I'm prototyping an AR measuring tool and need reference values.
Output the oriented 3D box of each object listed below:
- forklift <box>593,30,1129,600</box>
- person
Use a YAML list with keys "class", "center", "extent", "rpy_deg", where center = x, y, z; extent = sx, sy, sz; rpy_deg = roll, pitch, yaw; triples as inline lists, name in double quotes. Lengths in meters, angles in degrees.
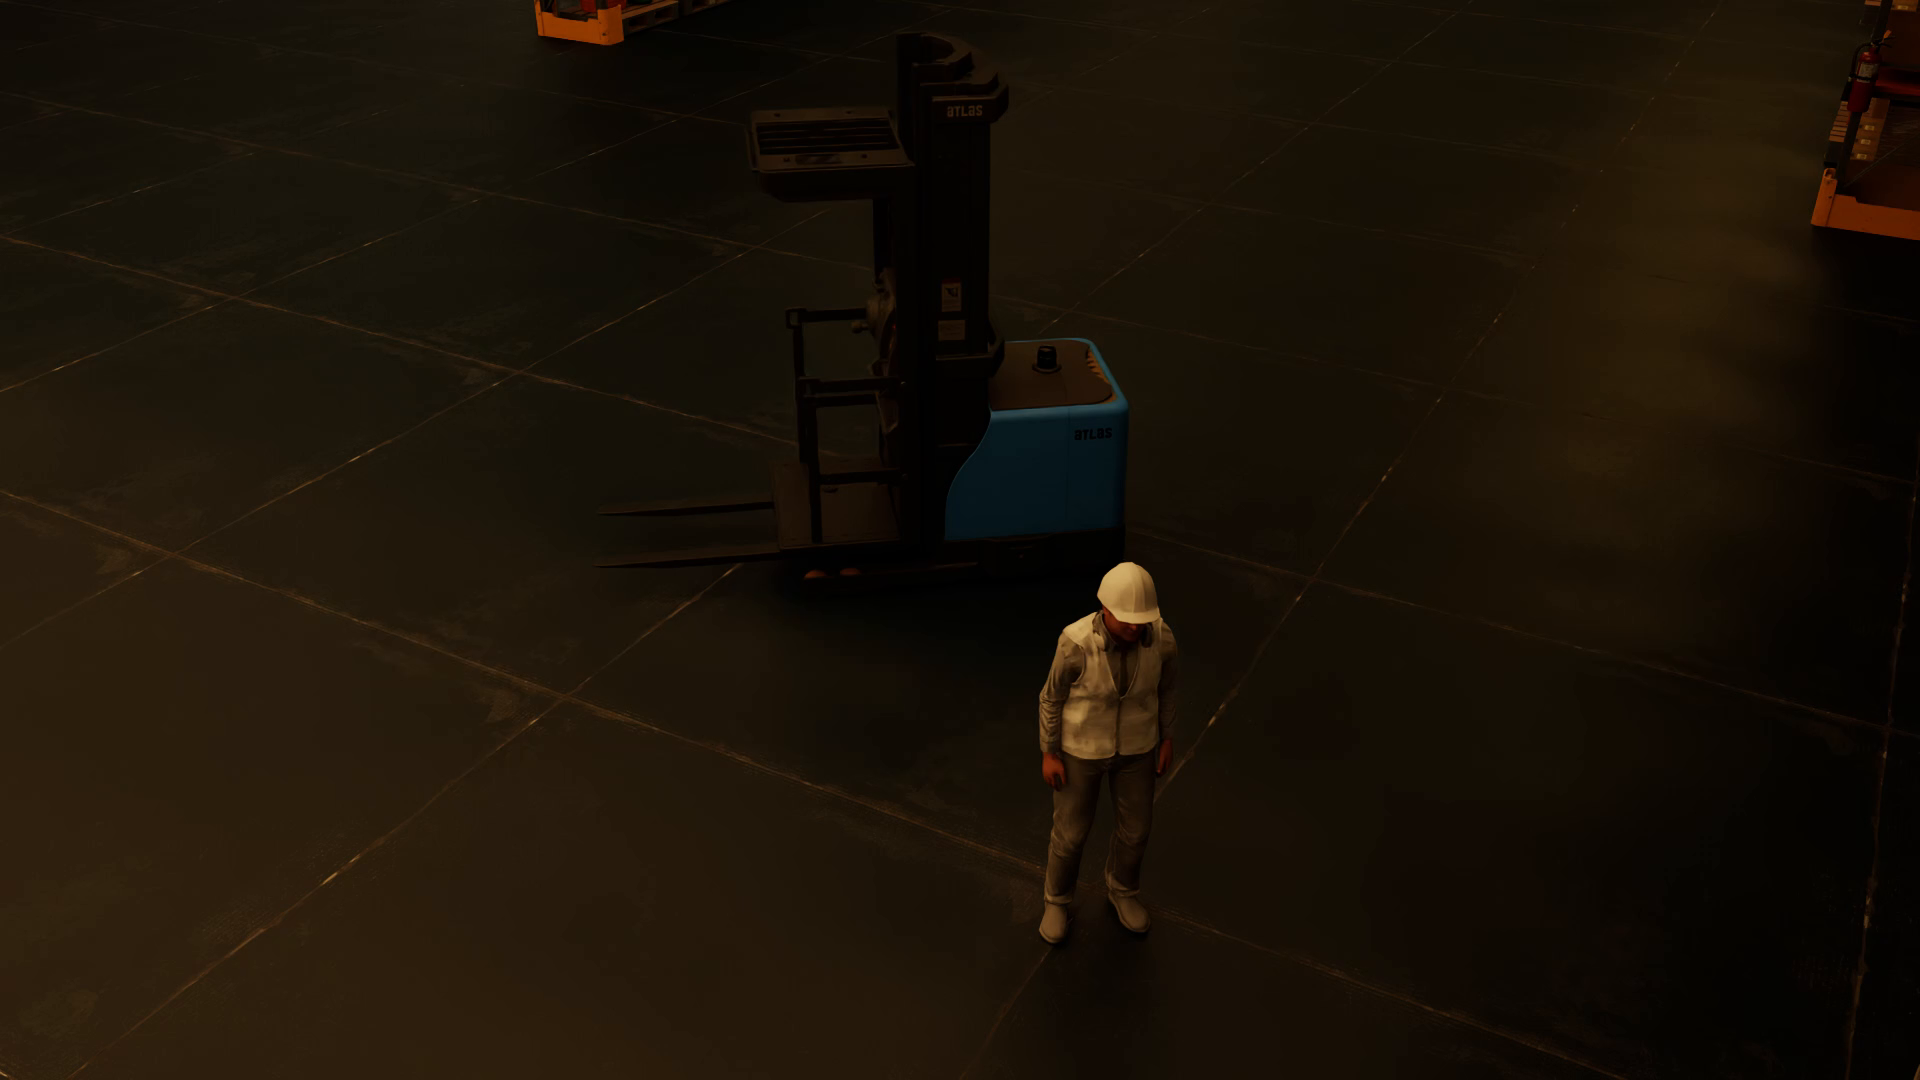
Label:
- class: "forklift"
  center: [-0.610, -1.213, 9.173]
  extent: [3.031, 2.935, 1.130]
  rpy_deg: [-4, 30, -8]
- class: "person"
  center: [0.605, 0.842, 6.774]
  extent: [0.583, 1.770, 0.464]
  rpy_deg: [-6, 31, -10]
